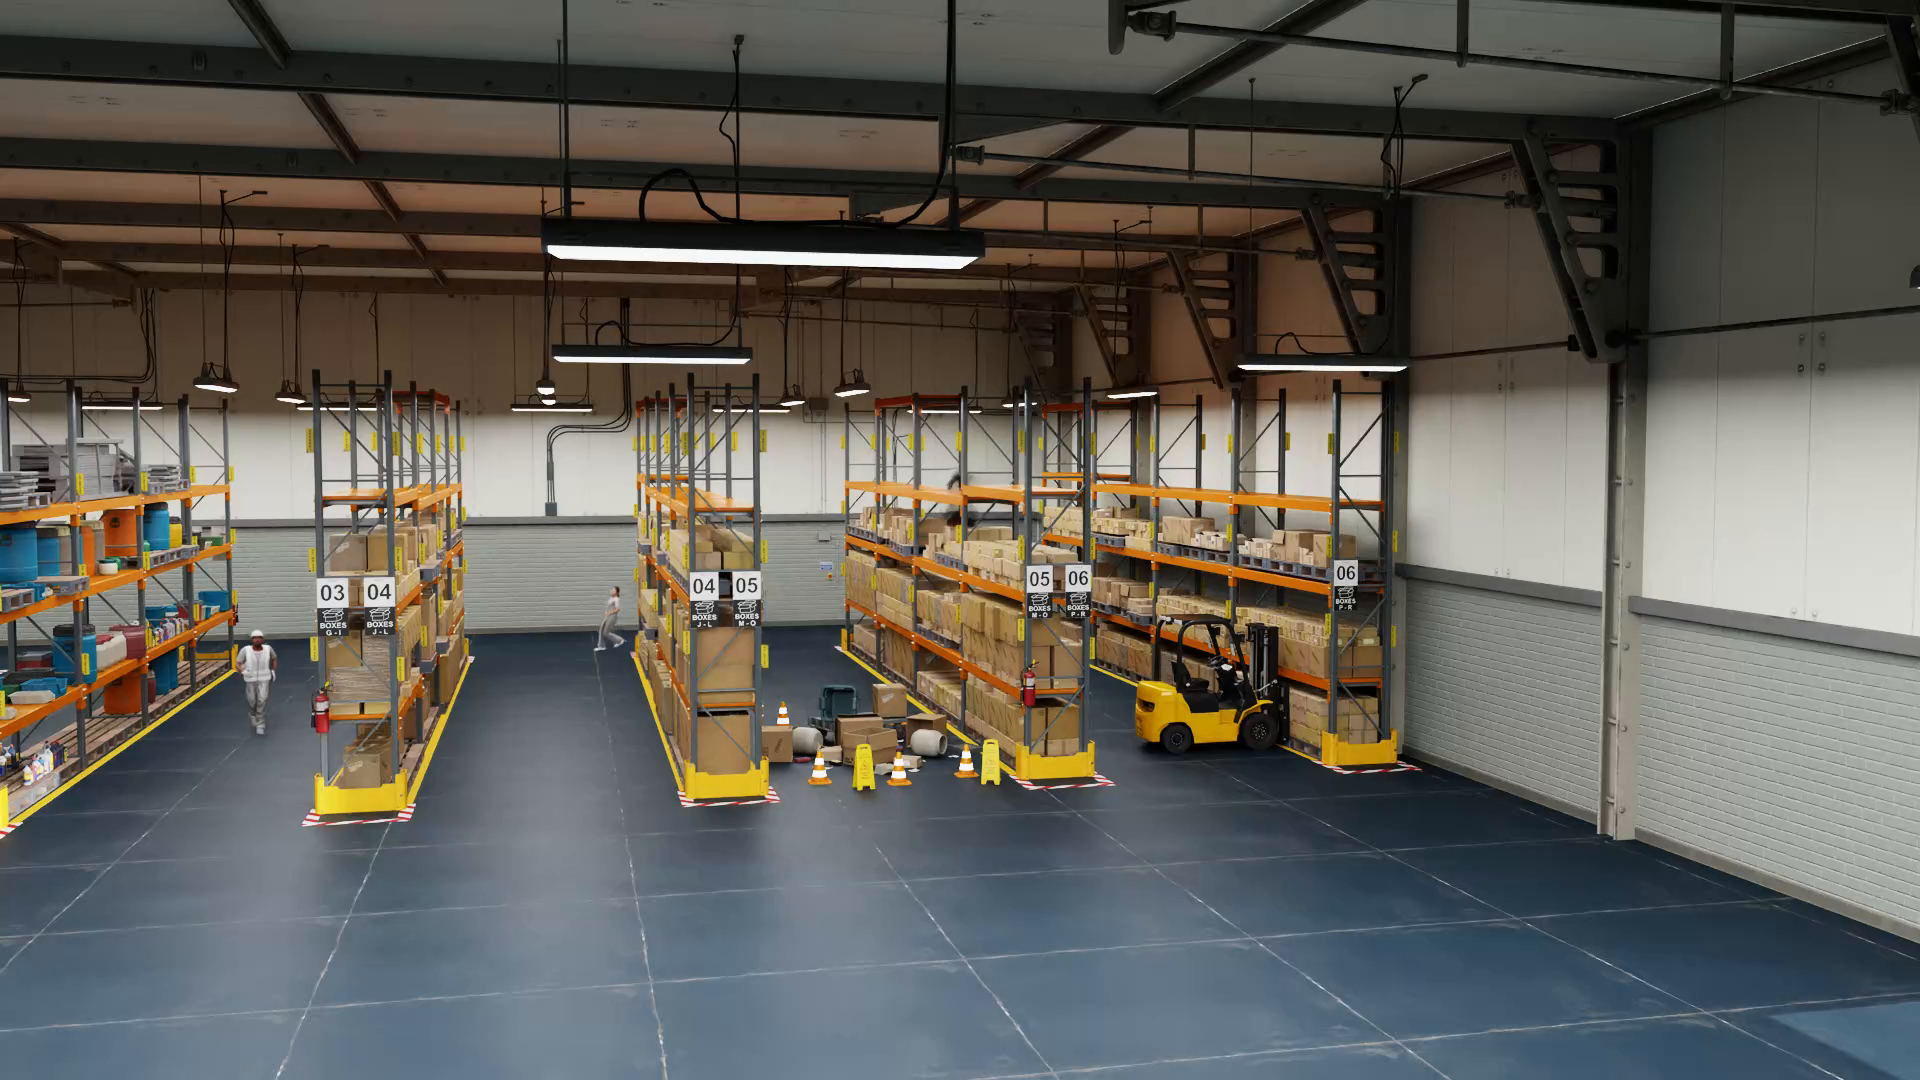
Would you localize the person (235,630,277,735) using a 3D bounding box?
[{"bbox_3d":[-12.215,2.452,28.892,0.682,1.777,0.885,-1,4,-24],"label":"person"}]

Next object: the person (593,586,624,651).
[{"bbox_3d":[-8.439,1.900,40.073,0.727,1.614,0.671,-1,4,-21],"label":"person"}]
